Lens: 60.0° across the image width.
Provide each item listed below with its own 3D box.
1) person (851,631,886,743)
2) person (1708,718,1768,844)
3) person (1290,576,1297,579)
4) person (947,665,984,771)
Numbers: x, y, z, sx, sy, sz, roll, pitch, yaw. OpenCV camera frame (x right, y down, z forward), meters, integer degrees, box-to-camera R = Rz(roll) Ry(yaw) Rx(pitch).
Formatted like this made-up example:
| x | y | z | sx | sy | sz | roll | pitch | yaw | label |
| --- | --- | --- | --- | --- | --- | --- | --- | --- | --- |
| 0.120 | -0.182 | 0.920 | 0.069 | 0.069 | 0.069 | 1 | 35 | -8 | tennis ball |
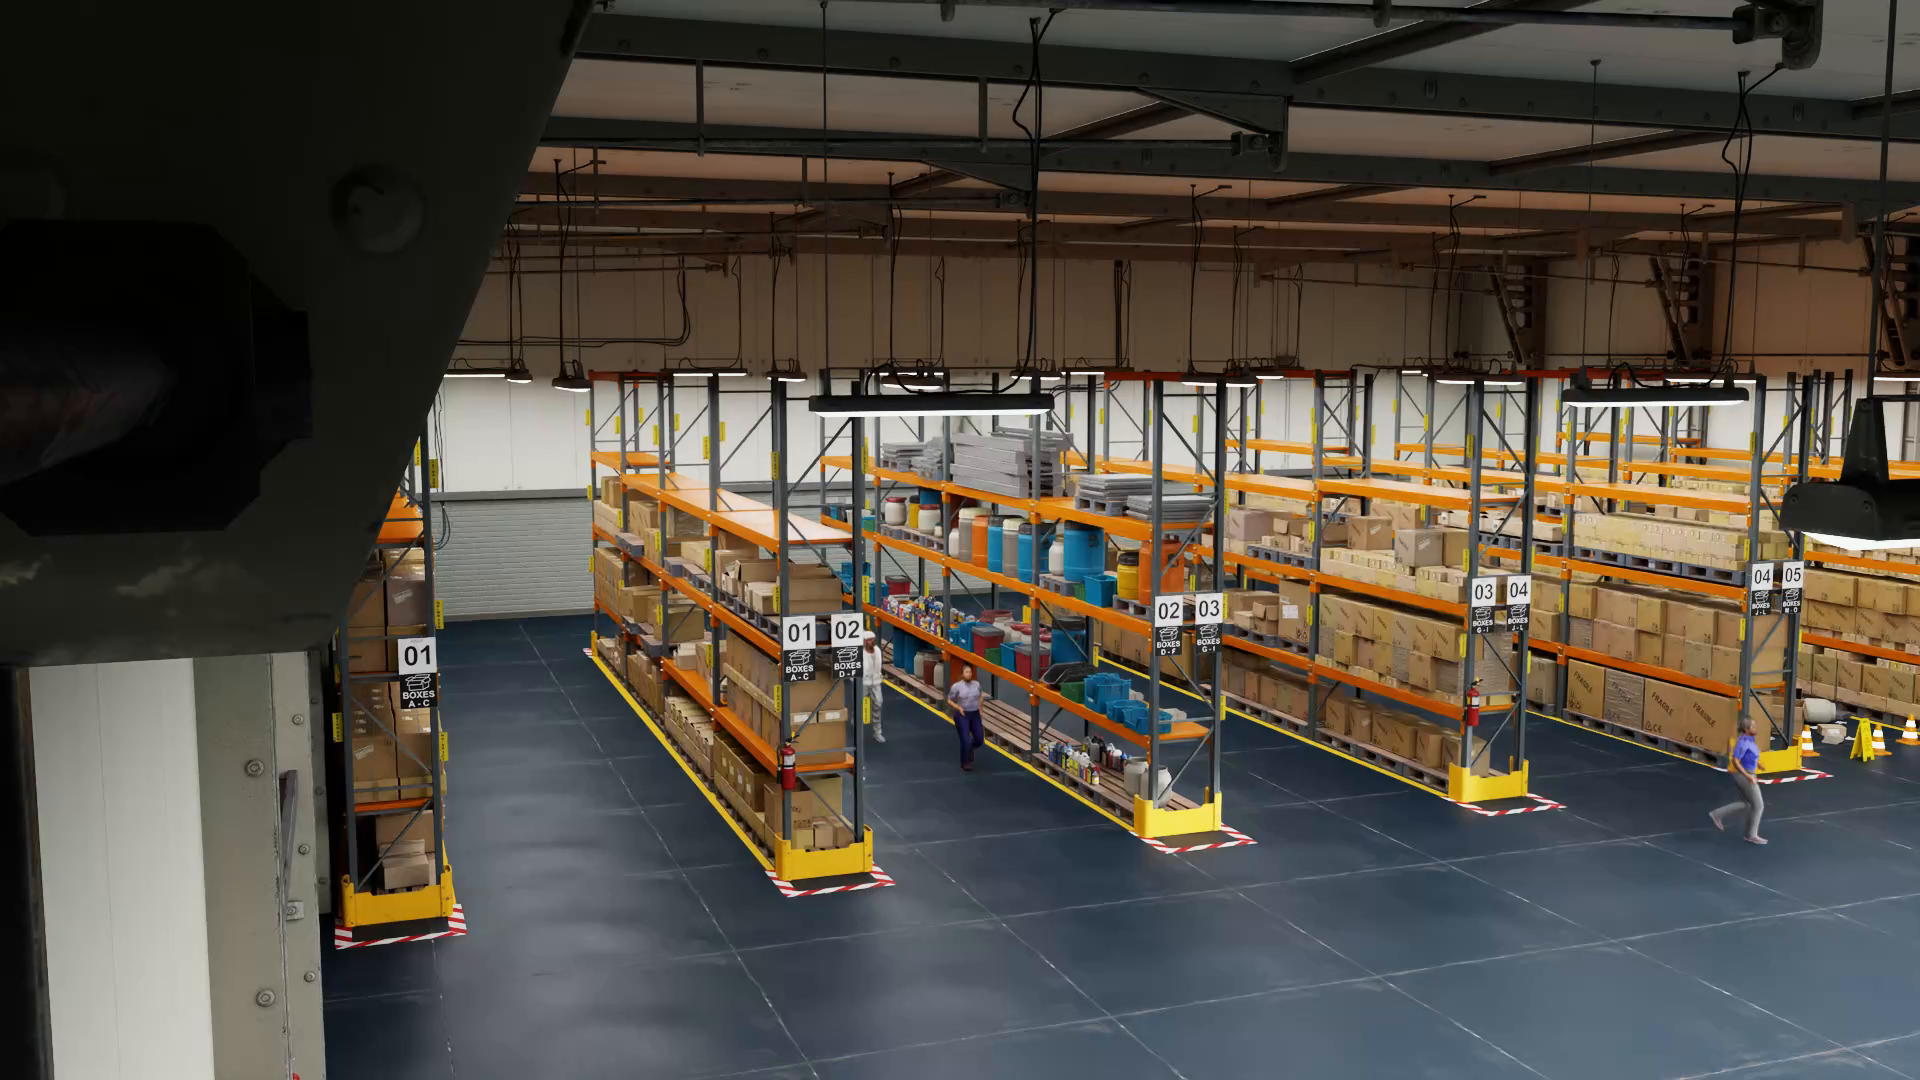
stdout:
| x | y | z | sx | sy | sz | roll | pitch | yaw | label |
| --- | --- | --- | --- | --- | --- | --- | --- | --- | --- |
| -1.526 | 2.383 | 27.401 | 0.672 | 1.791 | 0.923 | -3 | 7 | -29 | person |
| 10.163 | 3.120 | 21.655 | 0.726 | 1.649 | 0.576 | 2 | 7 | 21 | person |
| 6.991 | 1.600 | 34.827 | 0.672 | 1.753 | 0.896 | -2 | 7 | -15 | person |
| 0.113 | 2.708 | 25.386 | 0.603 | 1.596 | 0.571 | -3 | 7 | -22 | person |
